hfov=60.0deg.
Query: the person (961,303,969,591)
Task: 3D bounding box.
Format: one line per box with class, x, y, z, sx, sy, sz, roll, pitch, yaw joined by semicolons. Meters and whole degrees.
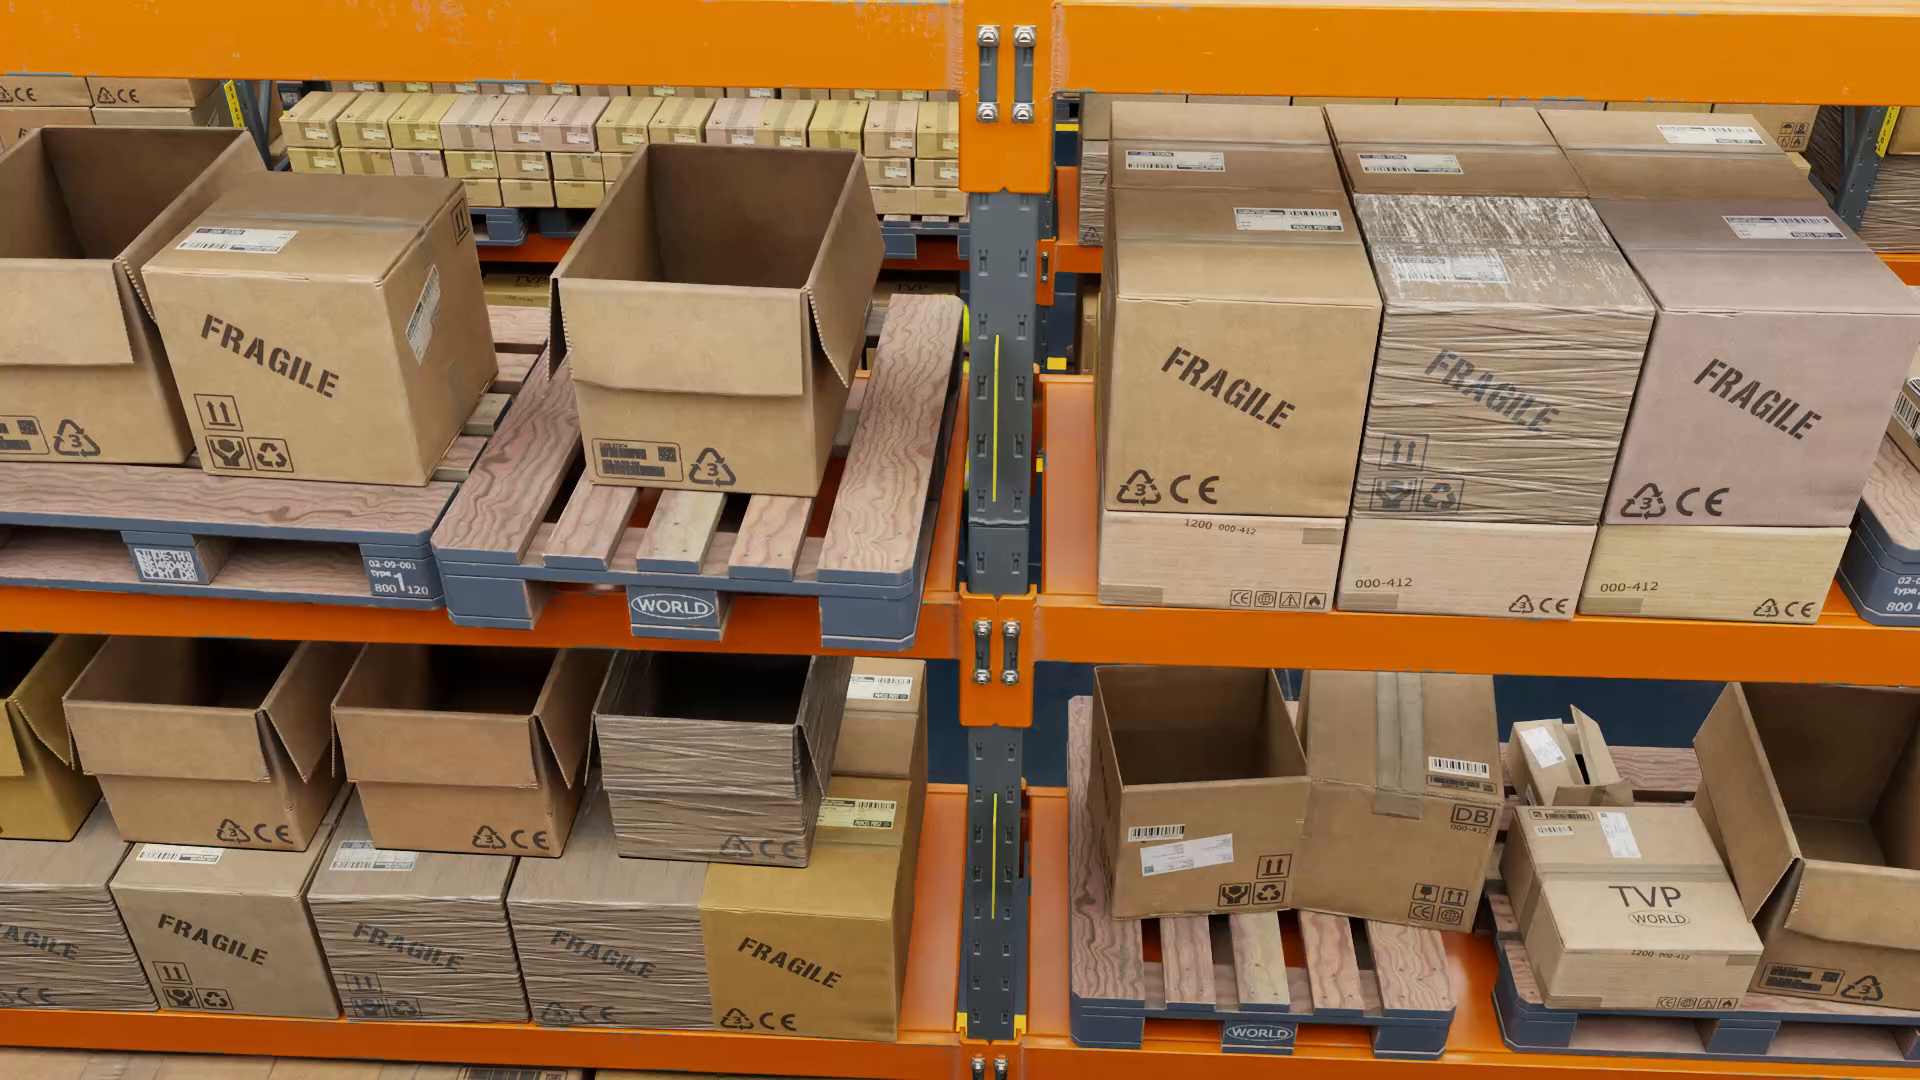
person;-0.029;-0.365;7.607;0.528;1.769;0.567;1;35;2
